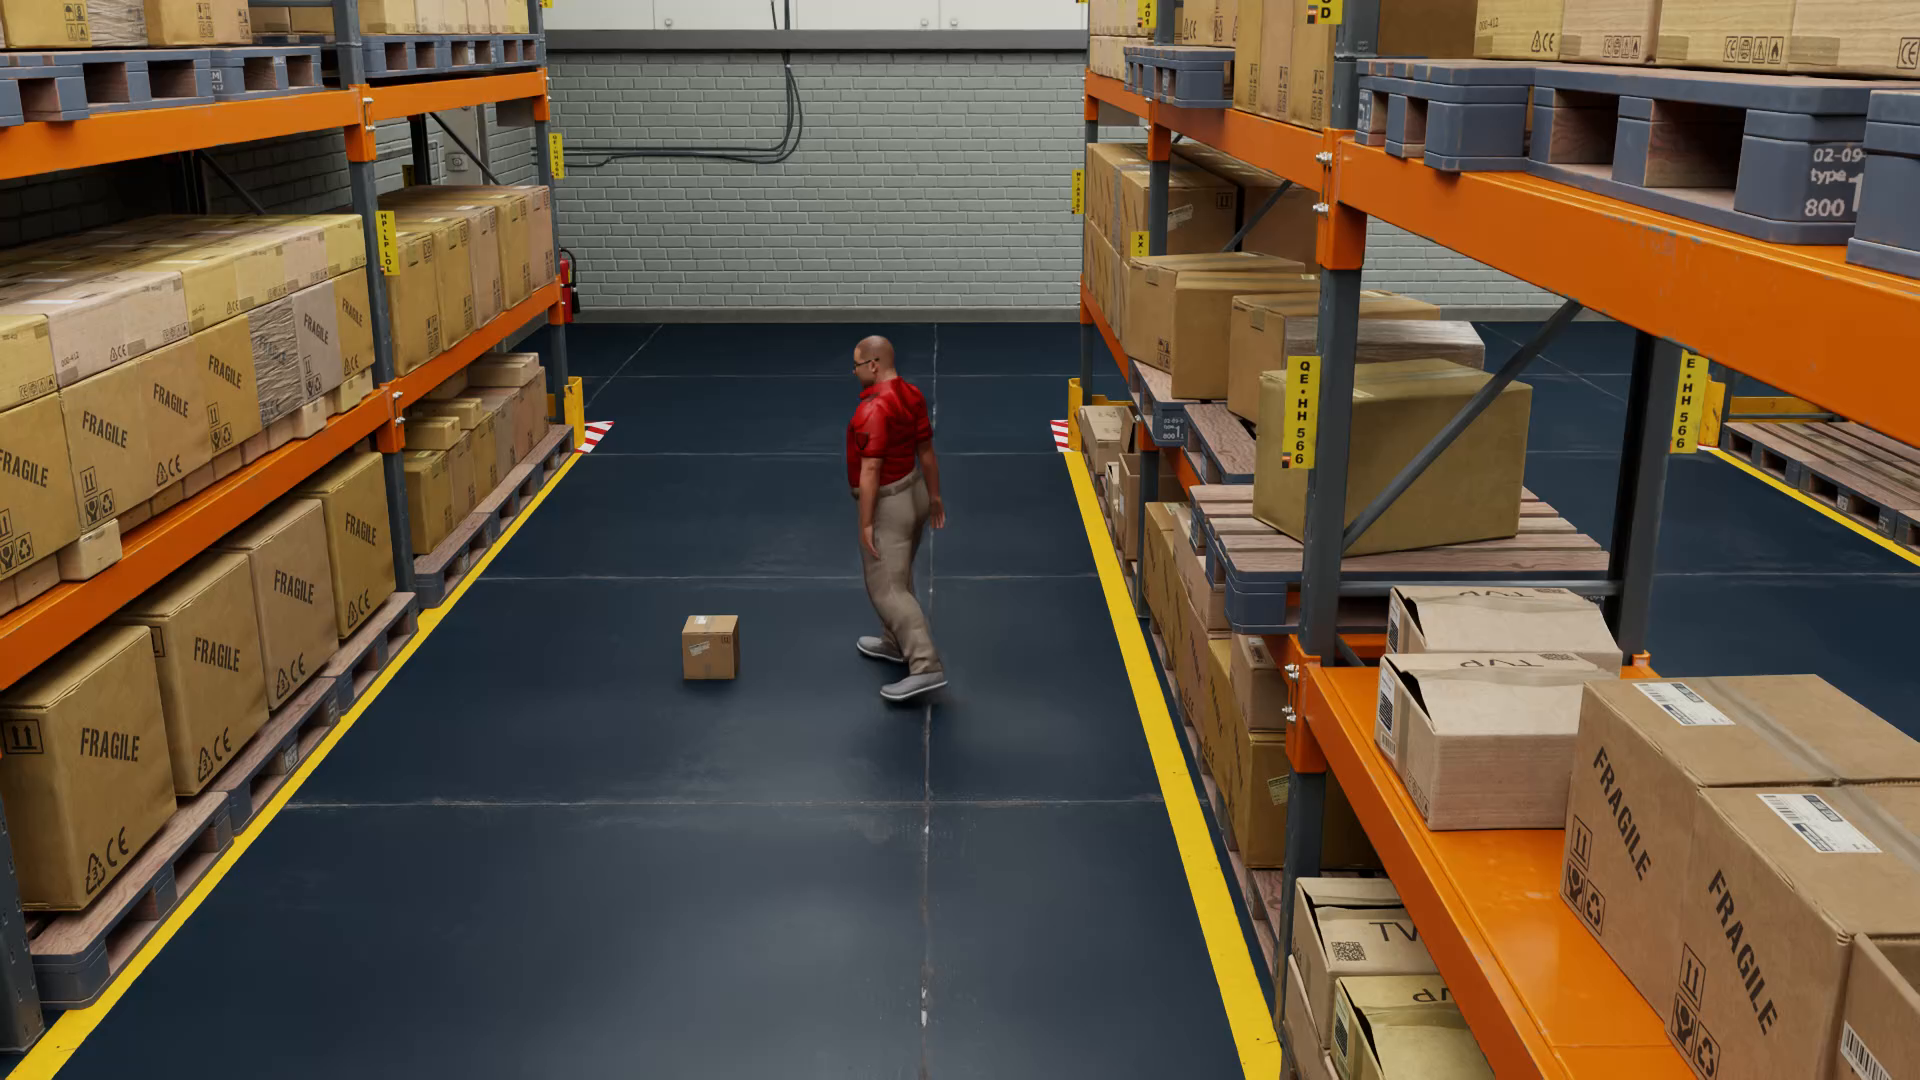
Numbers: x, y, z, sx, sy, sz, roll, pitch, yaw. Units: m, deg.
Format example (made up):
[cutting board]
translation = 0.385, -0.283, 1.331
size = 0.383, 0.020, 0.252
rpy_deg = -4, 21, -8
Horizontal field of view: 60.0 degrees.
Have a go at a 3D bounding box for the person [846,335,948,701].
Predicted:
[person]
translation = -0.319, -0.132, 7.997
size = 0.703, 1.702, 0.685
rpy_deg = 8, 19, 23
